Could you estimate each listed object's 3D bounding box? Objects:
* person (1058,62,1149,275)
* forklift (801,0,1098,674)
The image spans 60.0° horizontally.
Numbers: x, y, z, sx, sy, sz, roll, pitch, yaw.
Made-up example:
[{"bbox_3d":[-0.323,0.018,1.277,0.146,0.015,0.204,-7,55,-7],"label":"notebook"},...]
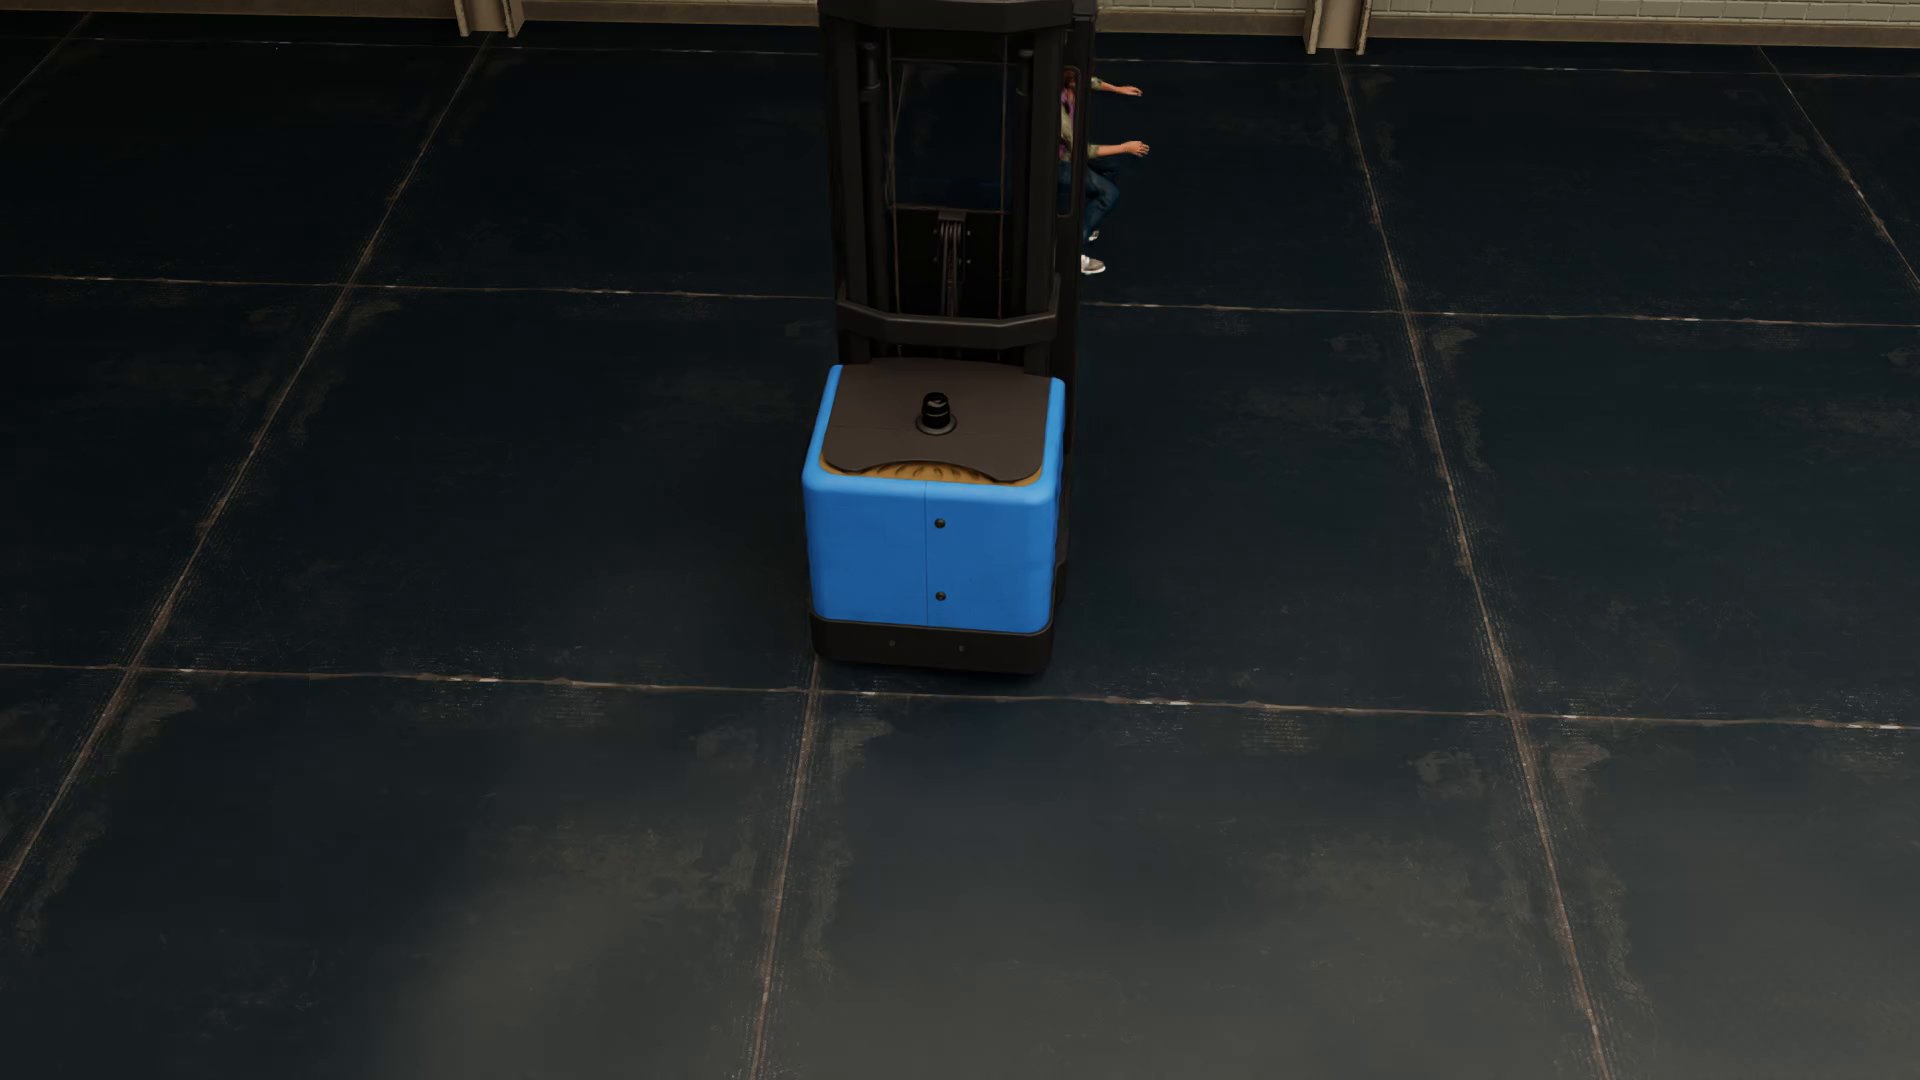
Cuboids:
[{"bbox_3d":[0.709,-2.093,9.167,0.685,1.348,0.850,9,43,10],"label":"person"},{"bbox_3d":[0.014,-1.493,7.378,1.130,2.935,3.031,4,43,4],"label":"forklift"}]
